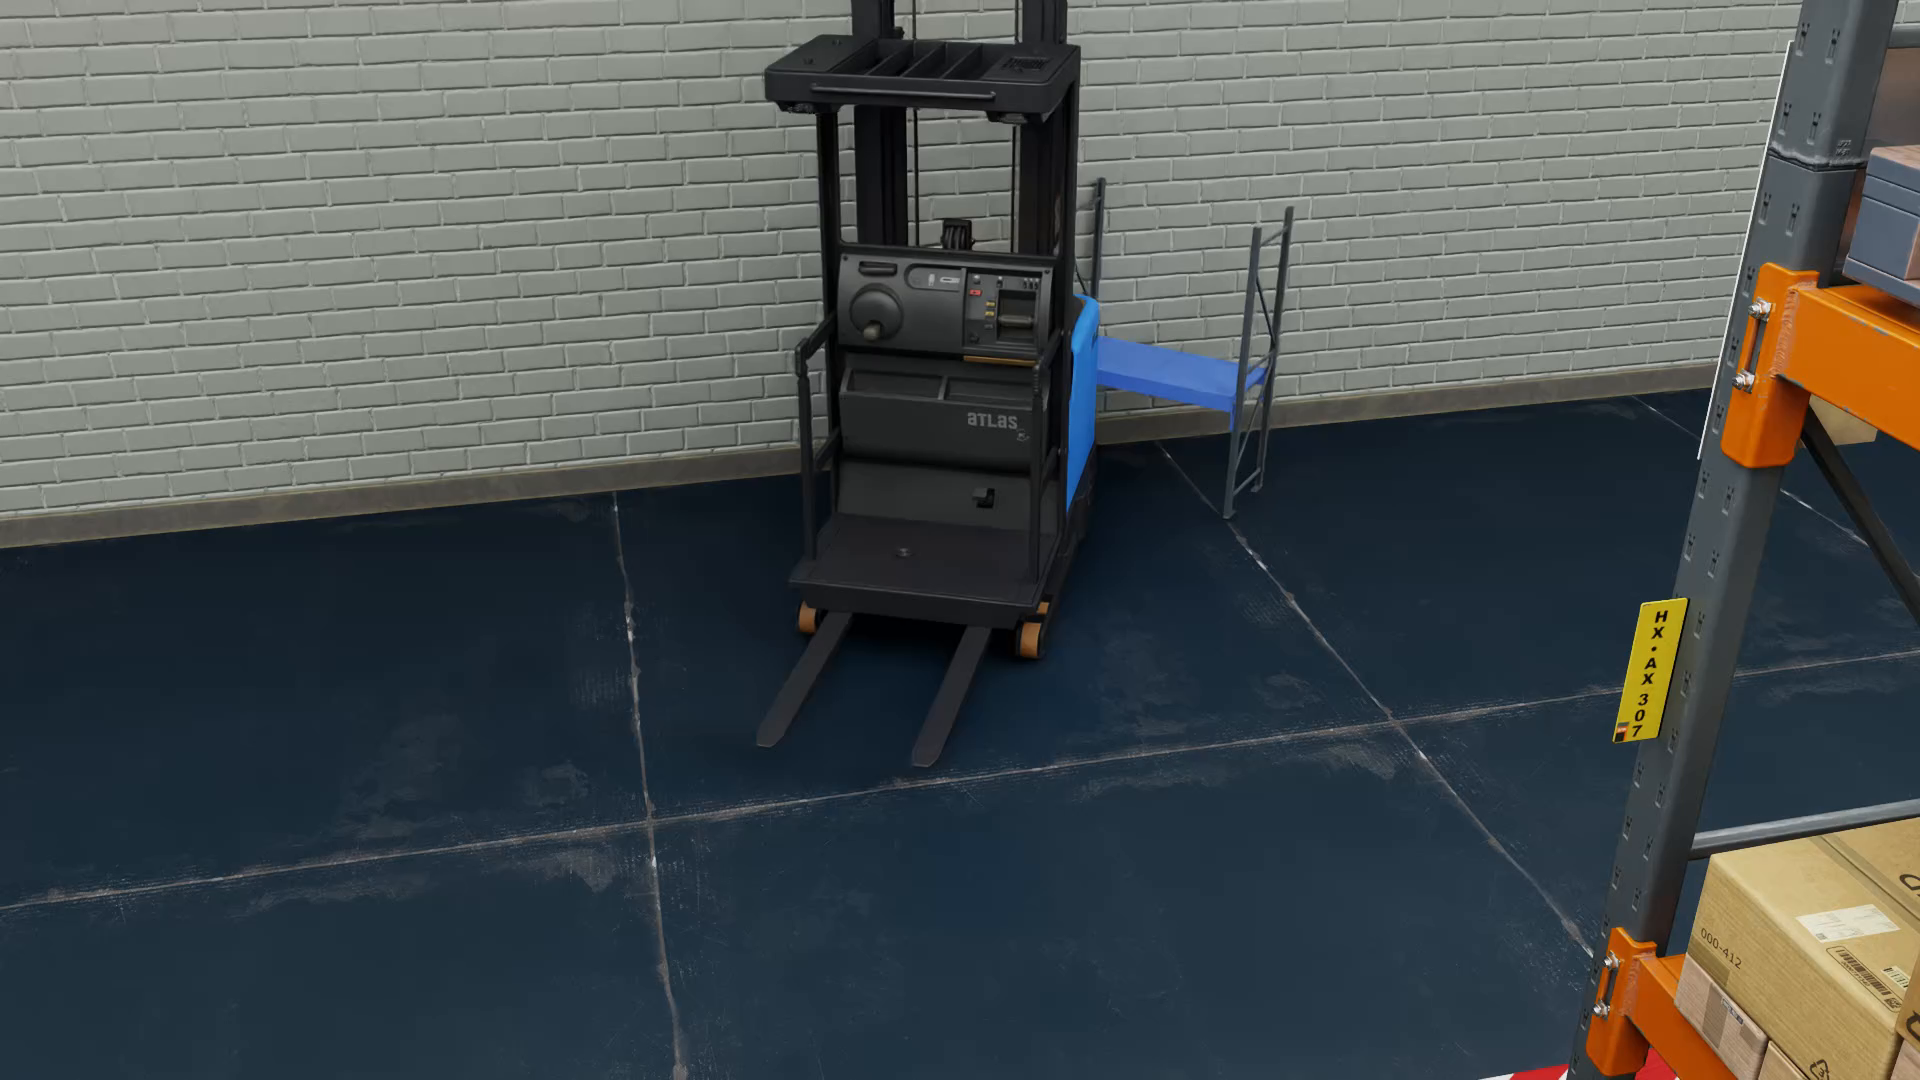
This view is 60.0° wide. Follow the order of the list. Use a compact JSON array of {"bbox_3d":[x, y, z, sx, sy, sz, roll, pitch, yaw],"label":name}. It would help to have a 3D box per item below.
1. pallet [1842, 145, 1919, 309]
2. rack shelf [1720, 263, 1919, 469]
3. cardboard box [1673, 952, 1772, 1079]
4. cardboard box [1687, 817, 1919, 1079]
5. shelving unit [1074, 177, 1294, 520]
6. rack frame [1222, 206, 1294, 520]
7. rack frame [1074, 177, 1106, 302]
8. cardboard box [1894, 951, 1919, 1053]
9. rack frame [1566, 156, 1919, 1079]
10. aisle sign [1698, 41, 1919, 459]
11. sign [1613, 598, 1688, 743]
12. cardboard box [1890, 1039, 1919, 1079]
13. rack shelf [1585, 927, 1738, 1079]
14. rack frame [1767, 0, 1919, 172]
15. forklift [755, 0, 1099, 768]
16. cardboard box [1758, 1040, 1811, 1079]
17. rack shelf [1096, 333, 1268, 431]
[{"bbox_3d":[2.107,-0.341,2.367,1.003,0.211,1.213,-6,27,-12],"label":"pallet"},{"bbox_3d":[2.381,0.494,1.413,1.077,0.370,4.000,-6,27,-12],"label":"rack shelf"},{"bbox_3d":[1.688,0.935,3.347,0.380,0.149,0.250,-6,27,-11],"label":"cardboard box"},{"bbox_3d":[1.775,0.806,3.161,0.500,0.250,0.500,-7,28,-13],"label":"cardboard box"},{"bbox_3d":[1.044,-0.992,8.518,1.048,1.500,0.538,15,28,26],"label":"shelving unit"},{"bbox_3d":[1.487,-0.874,8.298,0.032,1.500,0.500,15,28,26],"label":"rack frame"},{"bbox_3d":[0.601,-1.110,8.738,0.032,1.500,0.500,15,28,26],"label":"rack frame"},{"bbox_3d":[1.888,0.691,2.557,0.500,0.500,0.500,-7,28,-13],"label":"cardboard box"},{"bbox_3d":[1.930,0.633,3.666,1.000,3.000,0.127,-6,27,-12],"label":"rack frame"},{"bbox_3d":[1.621,-0.528,3.082,0.394,0.787,0.004,-6,27,-12],"label":"aisle sign"},{"bbox_3d":[1.388,0.265,3.347,0.100,0.325,0.005,-6,27,-12],"label":"sign"},{"bbox_3d":[1.899,1.033,2.710,0.500,0.250,0.500,-6,27,-12],"label":"cardboard box"},{"bbox_3d":[2.381,1.833,2.089,1.077,0.370,4.000,-6,27,-12],"label":"rack shelf"},{"bbox_3d":[1.930,-2.045,2.314,1.000,3.000,0.127,-6,27,-12],"label":"rack frame"},{"bbox_3d":[-0.112,-0.974,6.927,1.130,2.935,3.031,6,27,11],"label":"forklift"},{"bbox_3d":[1.748,1.047,3.125,0.380,0.149,0.250,-6,27,-12],"label":"cardboard box"},{"bbox_3d":[1.039,-0.830,8.595,1.000,0.185,0.538,15,28,26],"label":"rack shelf"}]
